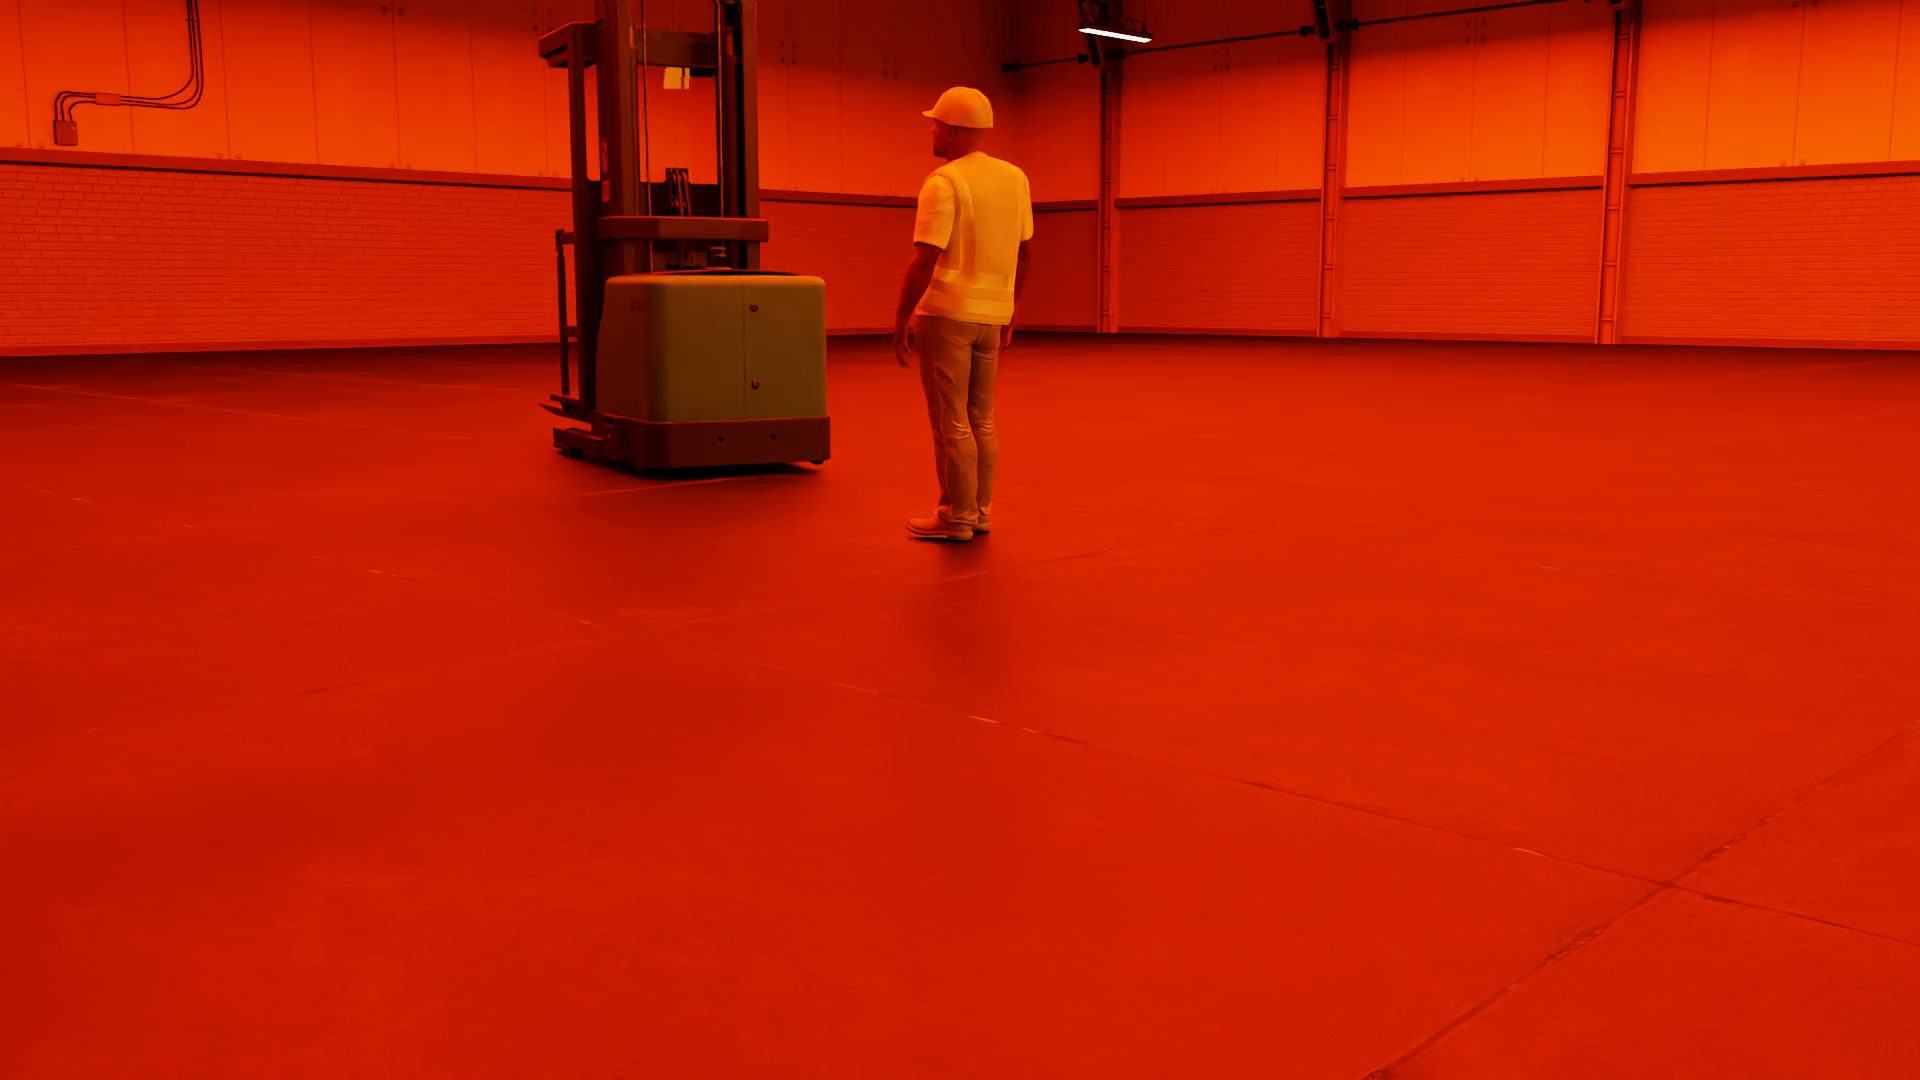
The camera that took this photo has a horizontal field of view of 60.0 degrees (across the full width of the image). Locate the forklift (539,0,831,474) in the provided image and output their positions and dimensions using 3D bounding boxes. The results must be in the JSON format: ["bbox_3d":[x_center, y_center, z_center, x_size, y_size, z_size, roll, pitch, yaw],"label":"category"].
[{"bbox_3d":[-1.858,-1.982,10.038,1.130,2.935,3.031,-5,10,-28],"label":"forklift"}]

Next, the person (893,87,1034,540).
[{"bbox_3d":[-0.045,-0.888,6.637,0.577,1.765,0.665,8,12,43],"label":"person"}]
